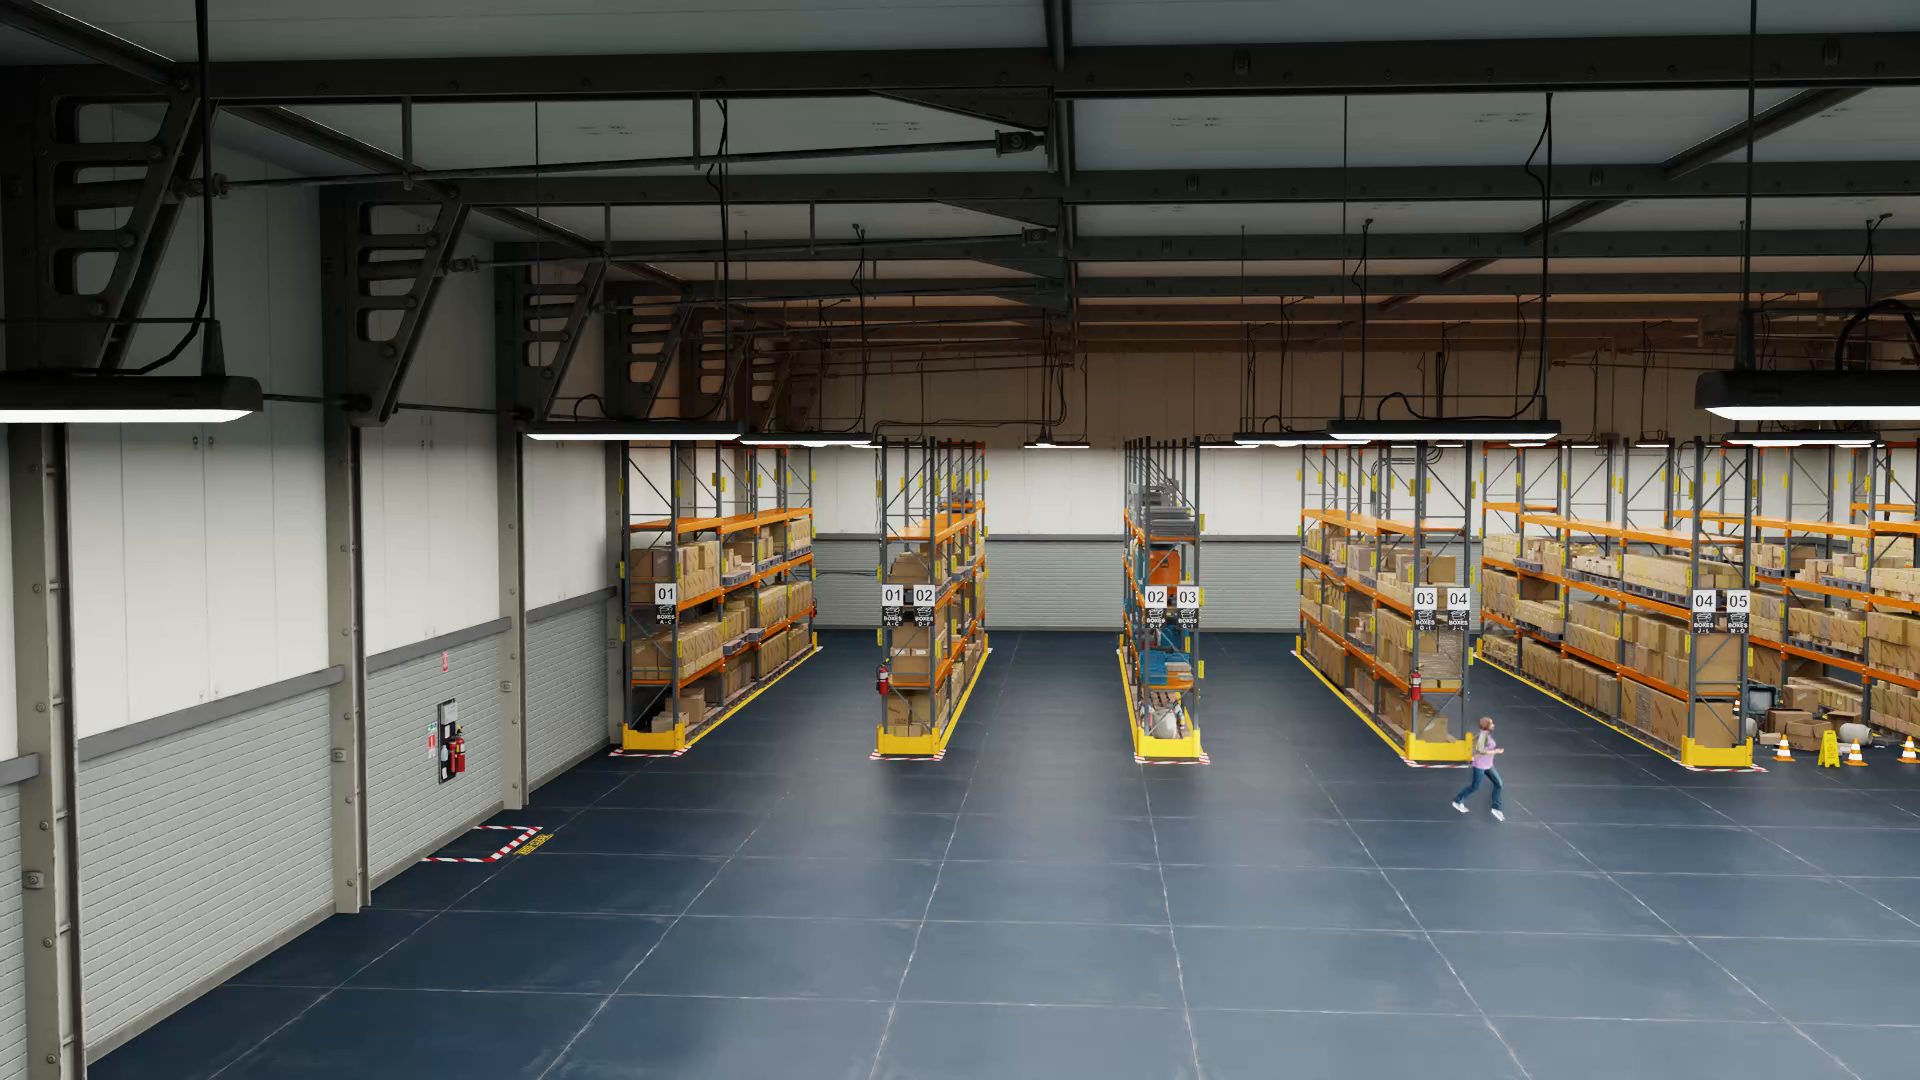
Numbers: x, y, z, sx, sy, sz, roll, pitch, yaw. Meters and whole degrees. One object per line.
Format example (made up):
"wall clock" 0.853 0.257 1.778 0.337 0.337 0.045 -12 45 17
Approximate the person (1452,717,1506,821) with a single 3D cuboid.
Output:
"person" 8.060 3.552 25.859 0.807 1.638 0.512 2 4 37

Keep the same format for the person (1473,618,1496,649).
"person" 15.094 2.376 47.636 0.844 1.539 0.590 2 4 33

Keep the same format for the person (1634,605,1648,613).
"person" 19.473 2.306 47.343 0.815 1.825 0.649 1 3 11
